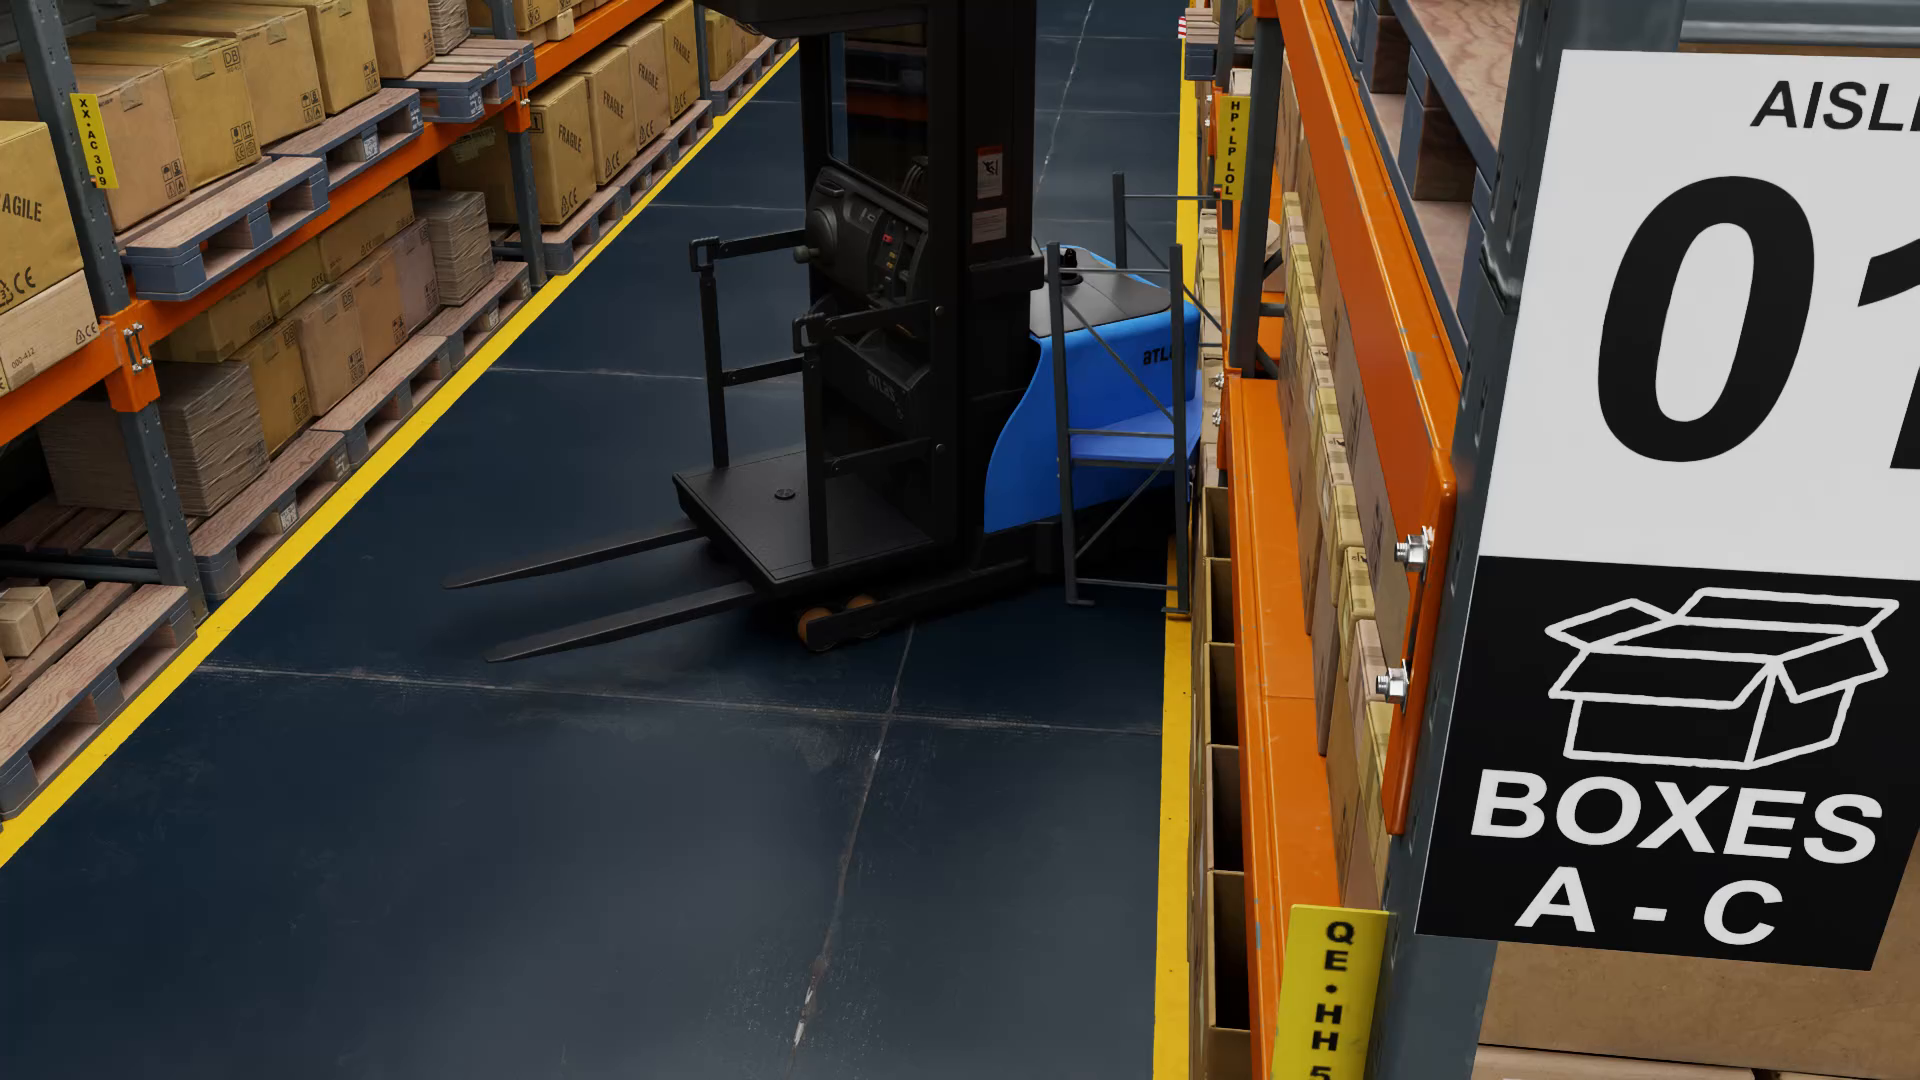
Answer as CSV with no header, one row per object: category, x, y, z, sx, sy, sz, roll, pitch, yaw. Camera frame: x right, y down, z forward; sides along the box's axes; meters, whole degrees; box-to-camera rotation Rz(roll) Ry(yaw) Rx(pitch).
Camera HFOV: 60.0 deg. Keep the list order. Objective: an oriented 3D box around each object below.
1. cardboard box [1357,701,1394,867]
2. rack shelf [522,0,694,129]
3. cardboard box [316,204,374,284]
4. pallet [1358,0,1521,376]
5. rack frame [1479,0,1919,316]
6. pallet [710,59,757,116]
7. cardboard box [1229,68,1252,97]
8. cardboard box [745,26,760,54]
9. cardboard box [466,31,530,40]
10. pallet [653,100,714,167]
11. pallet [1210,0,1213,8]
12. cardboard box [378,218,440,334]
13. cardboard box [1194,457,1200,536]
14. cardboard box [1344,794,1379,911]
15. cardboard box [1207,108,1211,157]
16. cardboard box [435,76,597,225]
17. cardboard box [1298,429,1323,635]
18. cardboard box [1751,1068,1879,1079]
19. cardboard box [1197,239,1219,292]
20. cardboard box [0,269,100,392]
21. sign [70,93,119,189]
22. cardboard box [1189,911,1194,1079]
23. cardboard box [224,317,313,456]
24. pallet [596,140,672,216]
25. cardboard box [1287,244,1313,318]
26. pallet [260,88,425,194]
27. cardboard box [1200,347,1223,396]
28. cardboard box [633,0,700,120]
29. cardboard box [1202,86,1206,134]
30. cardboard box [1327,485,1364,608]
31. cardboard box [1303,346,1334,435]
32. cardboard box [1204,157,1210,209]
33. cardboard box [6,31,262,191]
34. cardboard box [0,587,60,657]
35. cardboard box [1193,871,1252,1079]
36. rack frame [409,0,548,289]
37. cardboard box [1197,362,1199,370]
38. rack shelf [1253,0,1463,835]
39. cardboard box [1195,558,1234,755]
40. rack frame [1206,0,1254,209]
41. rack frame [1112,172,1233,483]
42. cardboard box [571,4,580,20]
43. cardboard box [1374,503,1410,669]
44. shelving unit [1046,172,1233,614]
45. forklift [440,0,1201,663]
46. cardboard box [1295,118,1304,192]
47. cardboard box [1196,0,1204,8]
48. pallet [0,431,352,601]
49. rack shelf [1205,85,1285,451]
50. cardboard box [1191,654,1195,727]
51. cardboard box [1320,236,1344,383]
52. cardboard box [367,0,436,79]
cardboard box,0.828,0.389,2.576,0.380,0.149,0.250,3,28,5
rack shelf,-2.783,-3.524,11.386,1.077,0.370,4.000,3,28,6
cardboard box,-3.255,-1.473,8.203,0.500,0.250,0.500,3,28,6
pallet,1.021,-0.460,1.872,1.003,0.211,1.213,3,28,6
rack frame,0.908,-1.488,0.524,1.000,3.000,0.127,3,28,6
pallet,-2.367,-3.908,14.281,1.003,0.211,1.213,3,28,6
cardboard box,1.587,-2.164,8.198,0.500,0.311,0.500,3,28,6
cardboard box,-2.215,-4.690,14.986,0.700,0.500,0.500,4,29,7
cardboard box,-2.758,-2.939,9.786,0.380,0.149,0.250,3,28,5
pallet,-2.558,-3.187,12.942,1.003,0.211,1.213,3,28,6
pallet,2.122,-3.444,10.682,1.003,0.211,1.213,3,28,6
cardboard box,-3.243,-1.414,8.885,0.700,0.500,0.500,3,28,6
cardboard box,1.225,-0.154,6.830,0.500,0.250,0.500,3,28,5
cardboard box,1.038,0.642,2.789,0.700,0.500,0.500,4,29,8
cardboard box,1.773,-2.517,10.140,0.500,0.250,0.500,4,29,8
cardboard box,-2.808,-2.476,10.507,0.750,0.750,0.750,3,28,6
cardboard box,1.227,-0.080,4.131,0.700,0.500,0.500,4,29,7
cardboard box,1.170,0.651,2.089,0.380,0.149,0.250,3,28,6
cardboard box,1.477,-1.357,8.471,0.500,0.311,0.500,3,28,5
cardboard box,-3.276,-0.718,5.558,0.500,0.250,0.500,3,29,6
sign,-2.979,-1.369,5.716,0.100,0.325,0.005,3,28,6
cardboard box,0.853,1.202,4.312,0.500,0.250,0.500,3,28,6
cardboard box,-3.431,-0.703,7.564,0.700,0.500,0.500,3,28,5
pallet,-2.705,-2.611,11.873,1.003,0.211,1.213,3,28,6
cardboard box,1.113,-0.705,4.606,0.380,0.149,0.250,3,28,5
pallet,-3.230,-1.880,7.780,1.003,0.211,1.213,3,28,6
cardboard box,1.285,-0.639,7.138,0.500,0.311,0.500,3,28,6
cardboard box,-2.489,-3.707,12.792,0.750,0.750,0.750,4,29,7
cardboard box,2.023,-3.124,12.057,0.500,0.500,0.500,4,29,7
cardboard box,0.923,0.023,3.256,0.380,0.149,0.250,4,29,8
cardboard box,1.019,-0.337,3.924,0.380,0.149,0.250,3,28,5
cardboard box,1.770,-2.160,10.268,0.500,0.500,0.500,4,29,8
cardboard box,-3.347,-1.754,6.774,0.700,0.500,0.500,6,29,11
cardboard box,-3.554,0.291,6.070,0.380,0.166,0.250,0,28,0
cardboard box,0.787,1.107,3.698,0.500,0.500,0.500,3,28,6
rack frame,-3.028,-2.899,9.468,1.000,3.000,0.127,3,28,6
cardboard box,1.414,-0.876,8.170,0.500,0.250,0.500,3,28,5
rack shelf,1.153,-0.792,3.154,1.077,0.370,4.000,3,28,6
cardboard box,0.977,0.401,5.008,0.500,0.500,0.500,3,28,6
rack frame,1.889,-2.613,8.937,1.000,3.000,0.127,3,28,6
rack frame,0.936,-0.847,7.211,0.500,1.500,0.032,4,27,18
cardboard box,-2.670,-3.425,10.689,0.380,0.149,0.250,4,29,7
cardboard box,1.044,0.046,2.529,0.700,0.500,0.500,3,28,5
shelving unit,0.776,-0.625,6.783,0.538,1.500,1.048,4,27,18
forklift,-0.543,-1.146,6.287,3.031,2.935,1.130,-15,32,-26
cardboard box,1.573,-1.382,6.548,0.500,0.500,0.500,5,29,10
cardboard box,2.459,-4.887,15.594,0.500,0.250,0.500,3,28,6
pallet,-3.424,-0.155,7.315,1.003,0.211,1.213,3,28,6
rack shelf,1.643,-1.355,7.360,1.077,0.370,4.000,3,28,6
cardboard box,1.041,0.496,5.622,0.500,0.250,0.500,3,28,6
cardboard box,1.228,-0.662,3.843,0.700,0.500,0.500,3,28,6
cardboard box,-3.118,-2.650,8.437,0.700,0.500,0.500,1,28,1
